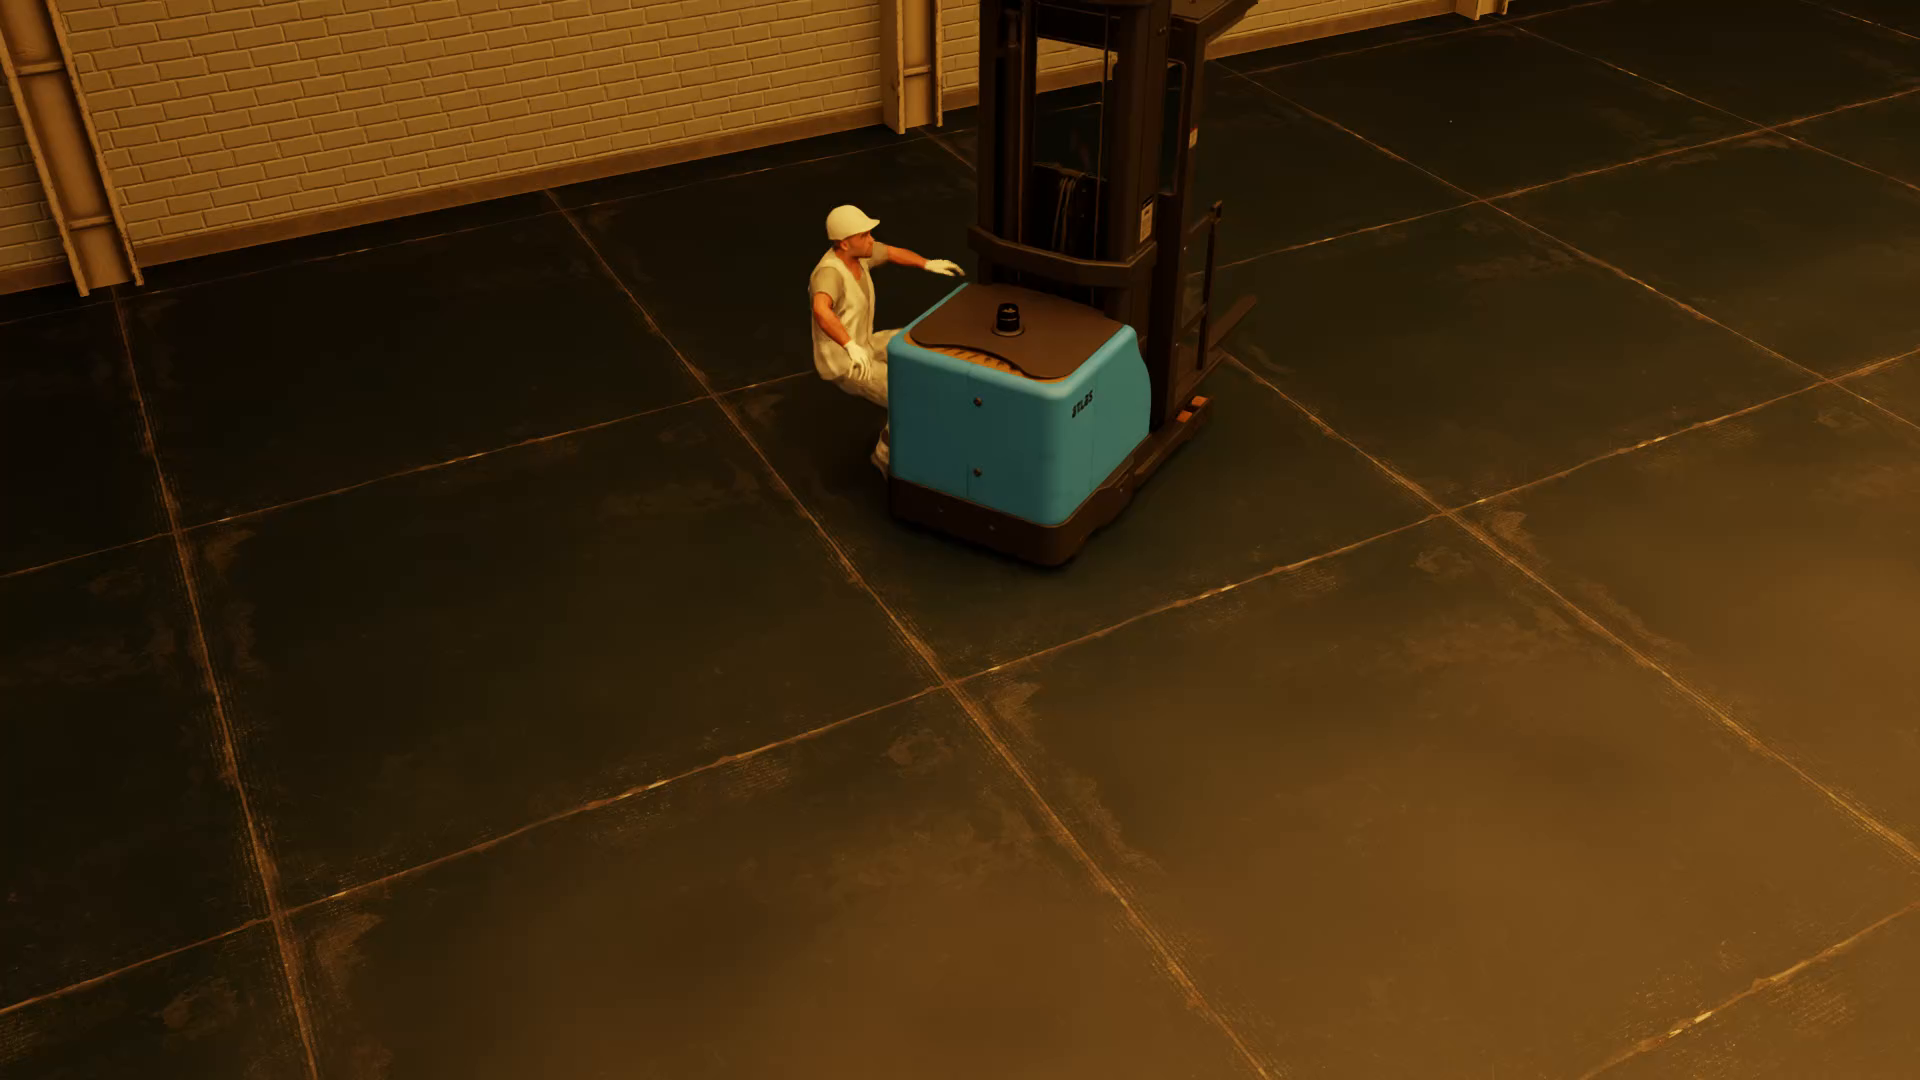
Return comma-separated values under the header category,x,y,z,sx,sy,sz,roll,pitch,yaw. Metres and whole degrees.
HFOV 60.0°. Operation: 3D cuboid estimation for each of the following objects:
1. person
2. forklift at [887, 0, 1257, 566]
category,x,y,z,sx,sy,sz,roll,pitch,yaw
person,-0.344,-0.994,8.671,0.860,1.499,1.136,6,36,9
forklift,0.806,-1.890,8.796,1.130,2.935,3.031,19,39,25
